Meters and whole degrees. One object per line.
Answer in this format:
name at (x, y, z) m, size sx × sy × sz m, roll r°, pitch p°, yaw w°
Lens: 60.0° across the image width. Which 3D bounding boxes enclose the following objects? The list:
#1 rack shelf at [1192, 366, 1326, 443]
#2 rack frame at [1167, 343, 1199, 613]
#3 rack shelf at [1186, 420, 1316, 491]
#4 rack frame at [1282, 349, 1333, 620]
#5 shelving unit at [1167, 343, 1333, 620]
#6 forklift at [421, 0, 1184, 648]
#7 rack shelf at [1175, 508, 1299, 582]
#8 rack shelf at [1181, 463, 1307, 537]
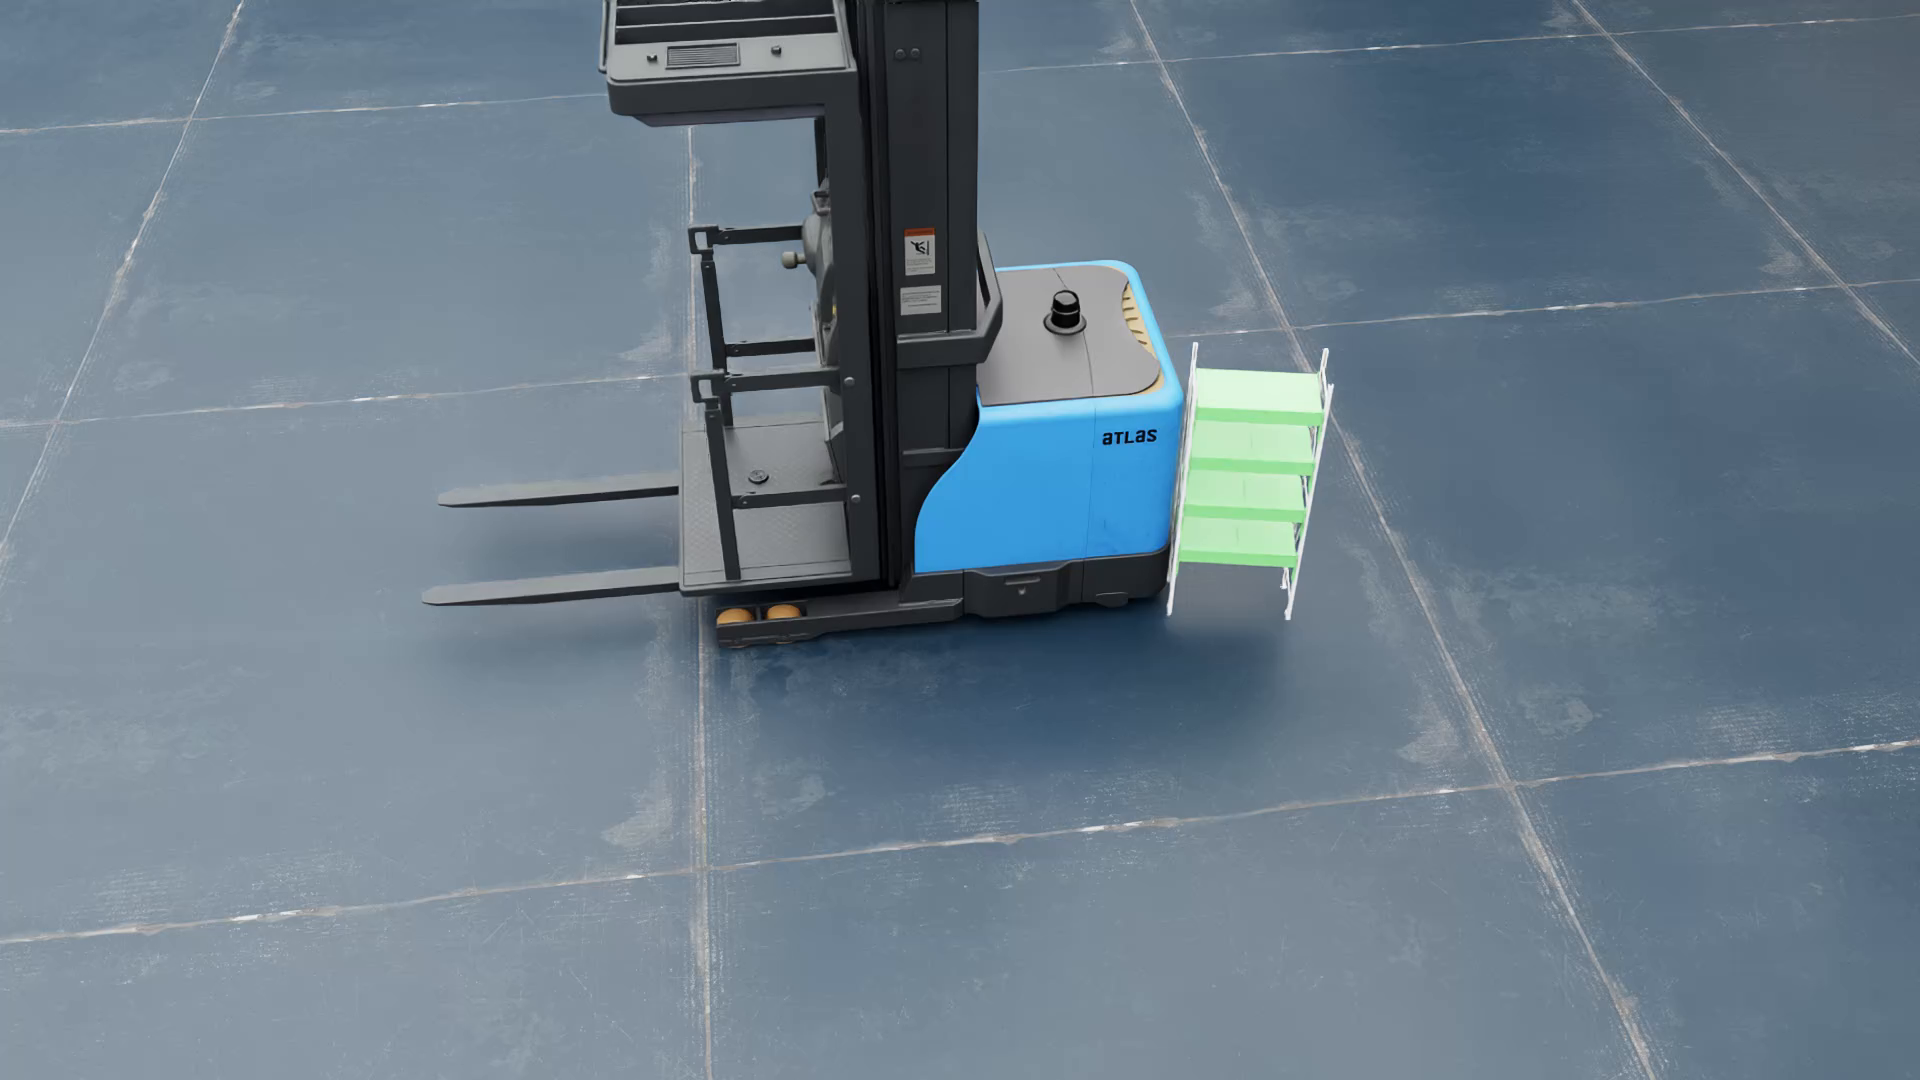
rack shelf at (1.124, -0.516, 6.305) m, size 0.480 × 0.148 × 0.258 m, roll 3°, pitch 42°, yaw 3°
rack frame at (0.881, -0.220, 6.599) m, size 0.015 × 1.200 × 0.240 m, roll 3°, pitch 42°, yaw 3°
rack shelf at (1.124, -0.338, 6.466) m, size 0.480 × 0.148 × 0.258 m, roll 3°, pitch 42°, yaw 3°
rack frame at (1.367, -0.194, 6.570) m, size 0.015 × 1.200 × 0.240 m, roll 3°, pitch 42°, yaw 3°
shelving unit at (1.124, -0.207, 6.584) m, size 0.503 × 1.200 × 0.258 m, roll 3°, pitch 42°, yaw 3°
forklift at (-0.694, -1.025, 6.198) m, size 3.031 × 2.935 × 1.130 m, roll -5°, pitch 42°, yaw -6°
rack shelf at (1.124, 0.018, 6.788) m, size 0.480 × 0.148 × 0.258 m, roll 3°, pitch 42°, yaw 3°
rack shelf at (1.124, -0.160, 6.627) m, size 0.480 × 0.148 × 0.258 m, roll 3°, pitch 42°, yaw 3°
